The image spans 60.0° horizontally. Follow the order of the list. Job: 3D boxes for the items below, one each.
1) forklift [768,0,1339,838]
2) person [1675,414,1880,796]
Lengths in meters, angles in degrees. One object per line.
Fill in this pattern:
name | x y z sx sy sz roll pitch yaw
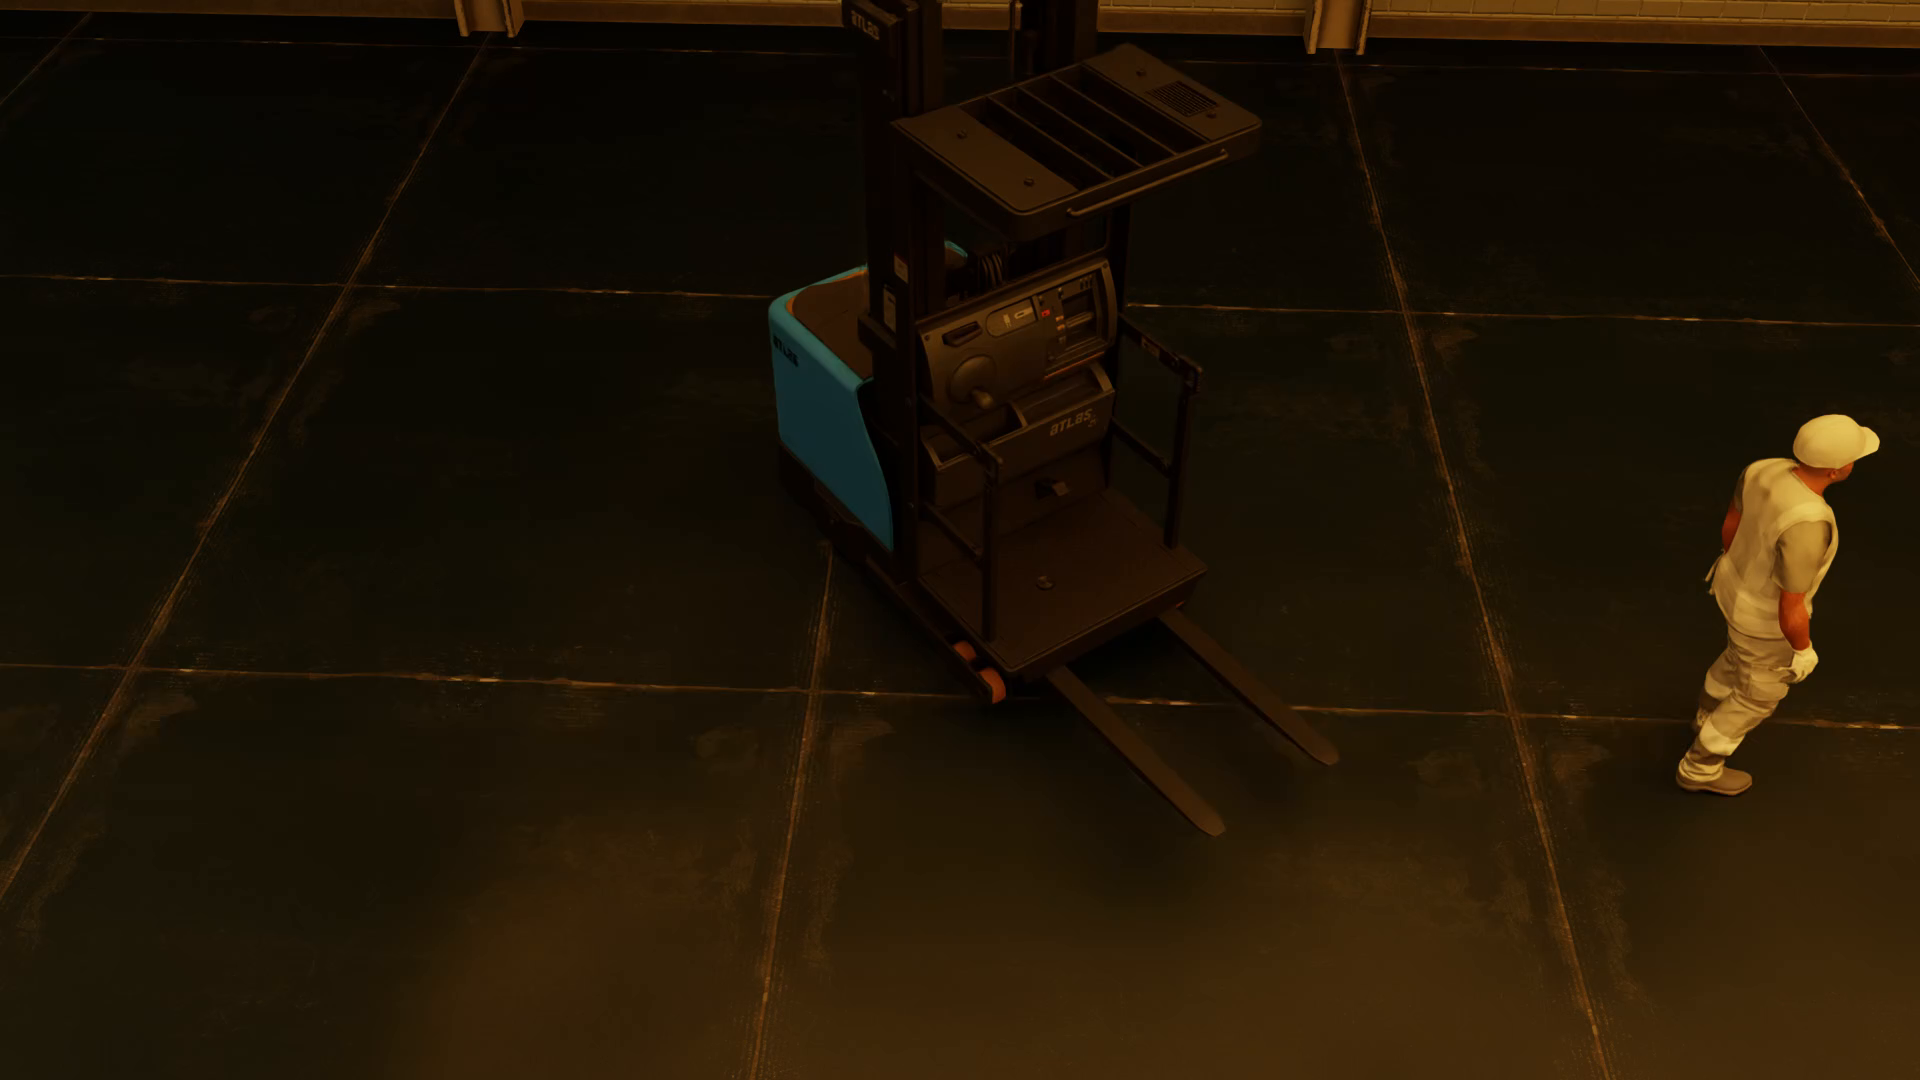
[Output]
forklift | 0.371 -0.747 6.561 1.130 2.935 3.031 -25 48 -25
person | 3.123 0.269 6.327 0.506 1.814 0.630 1 42 1
